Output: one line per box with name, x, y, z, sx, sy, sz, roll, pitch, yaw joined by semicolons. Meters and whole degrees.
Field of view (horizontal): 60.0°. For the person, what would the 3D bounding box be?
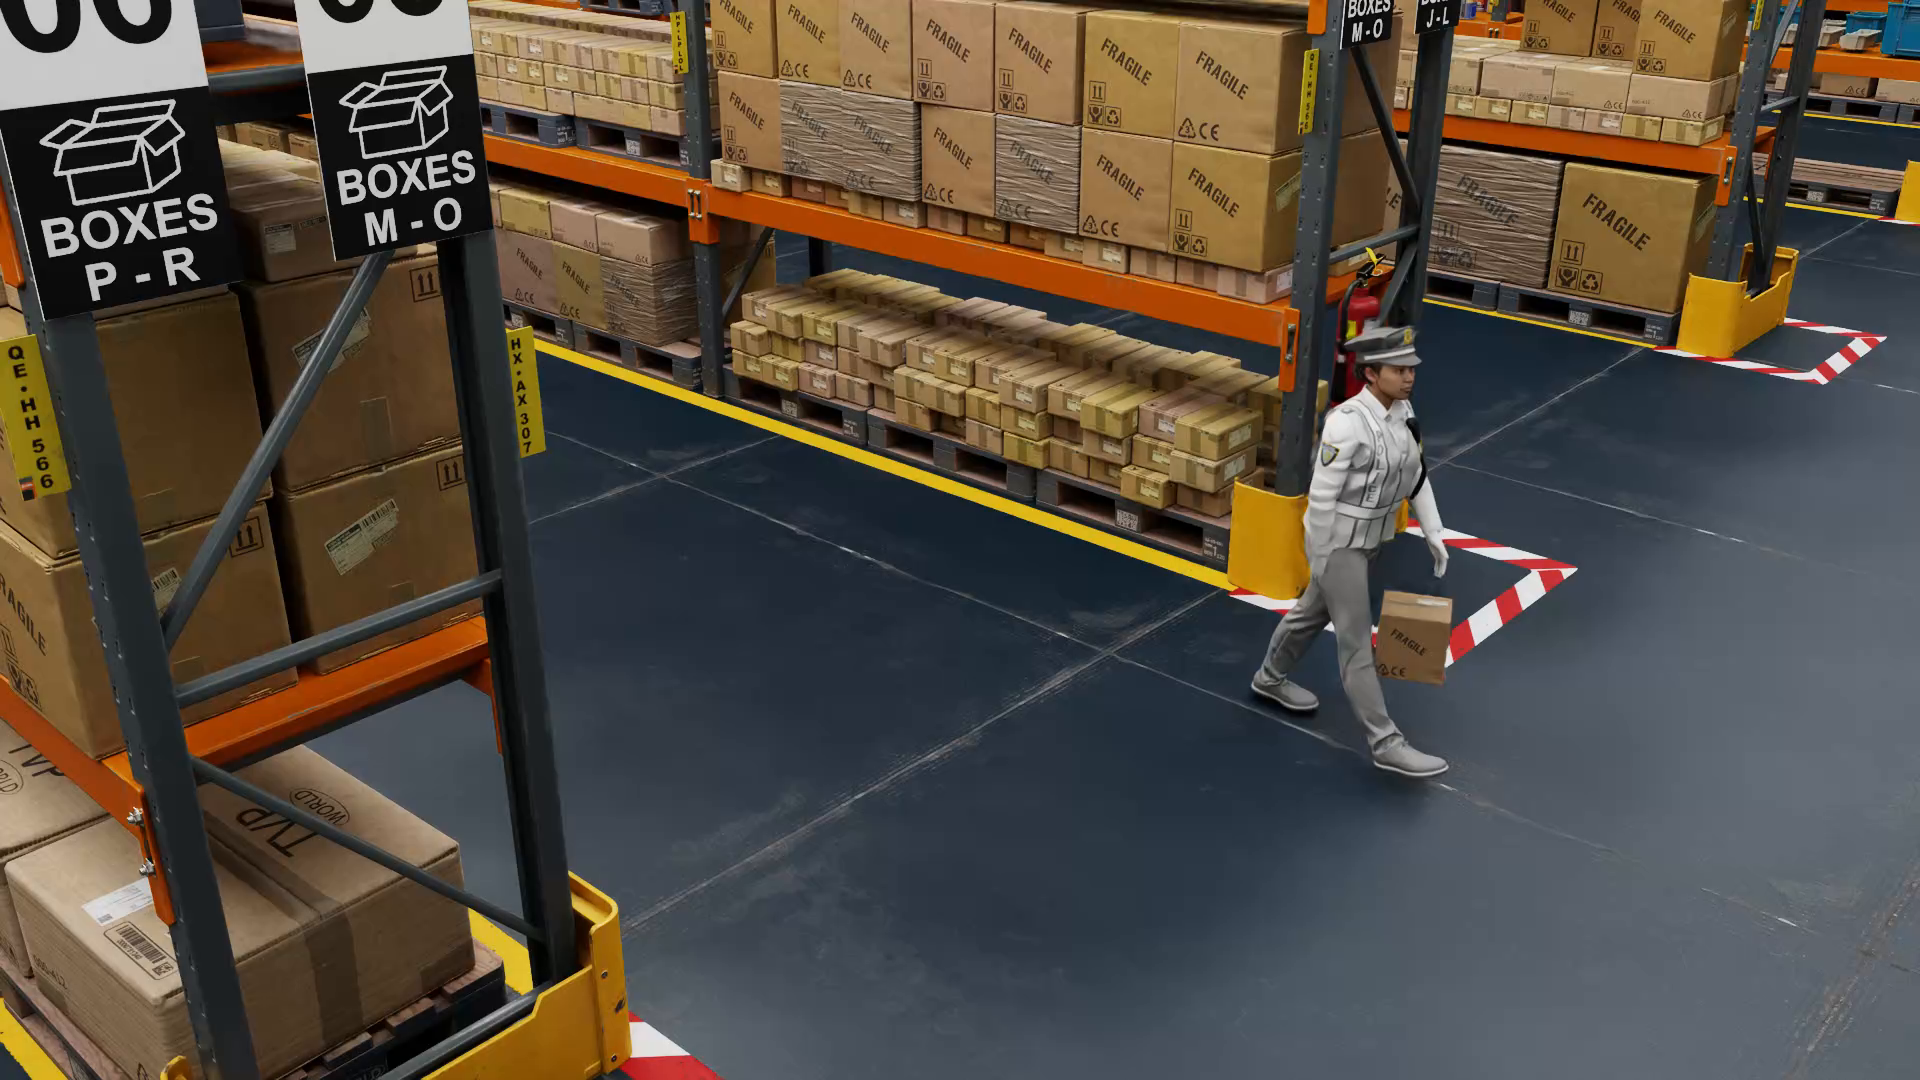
person;1.506;0.001;6.074;0.946;1.638;0.506;20;31;38
